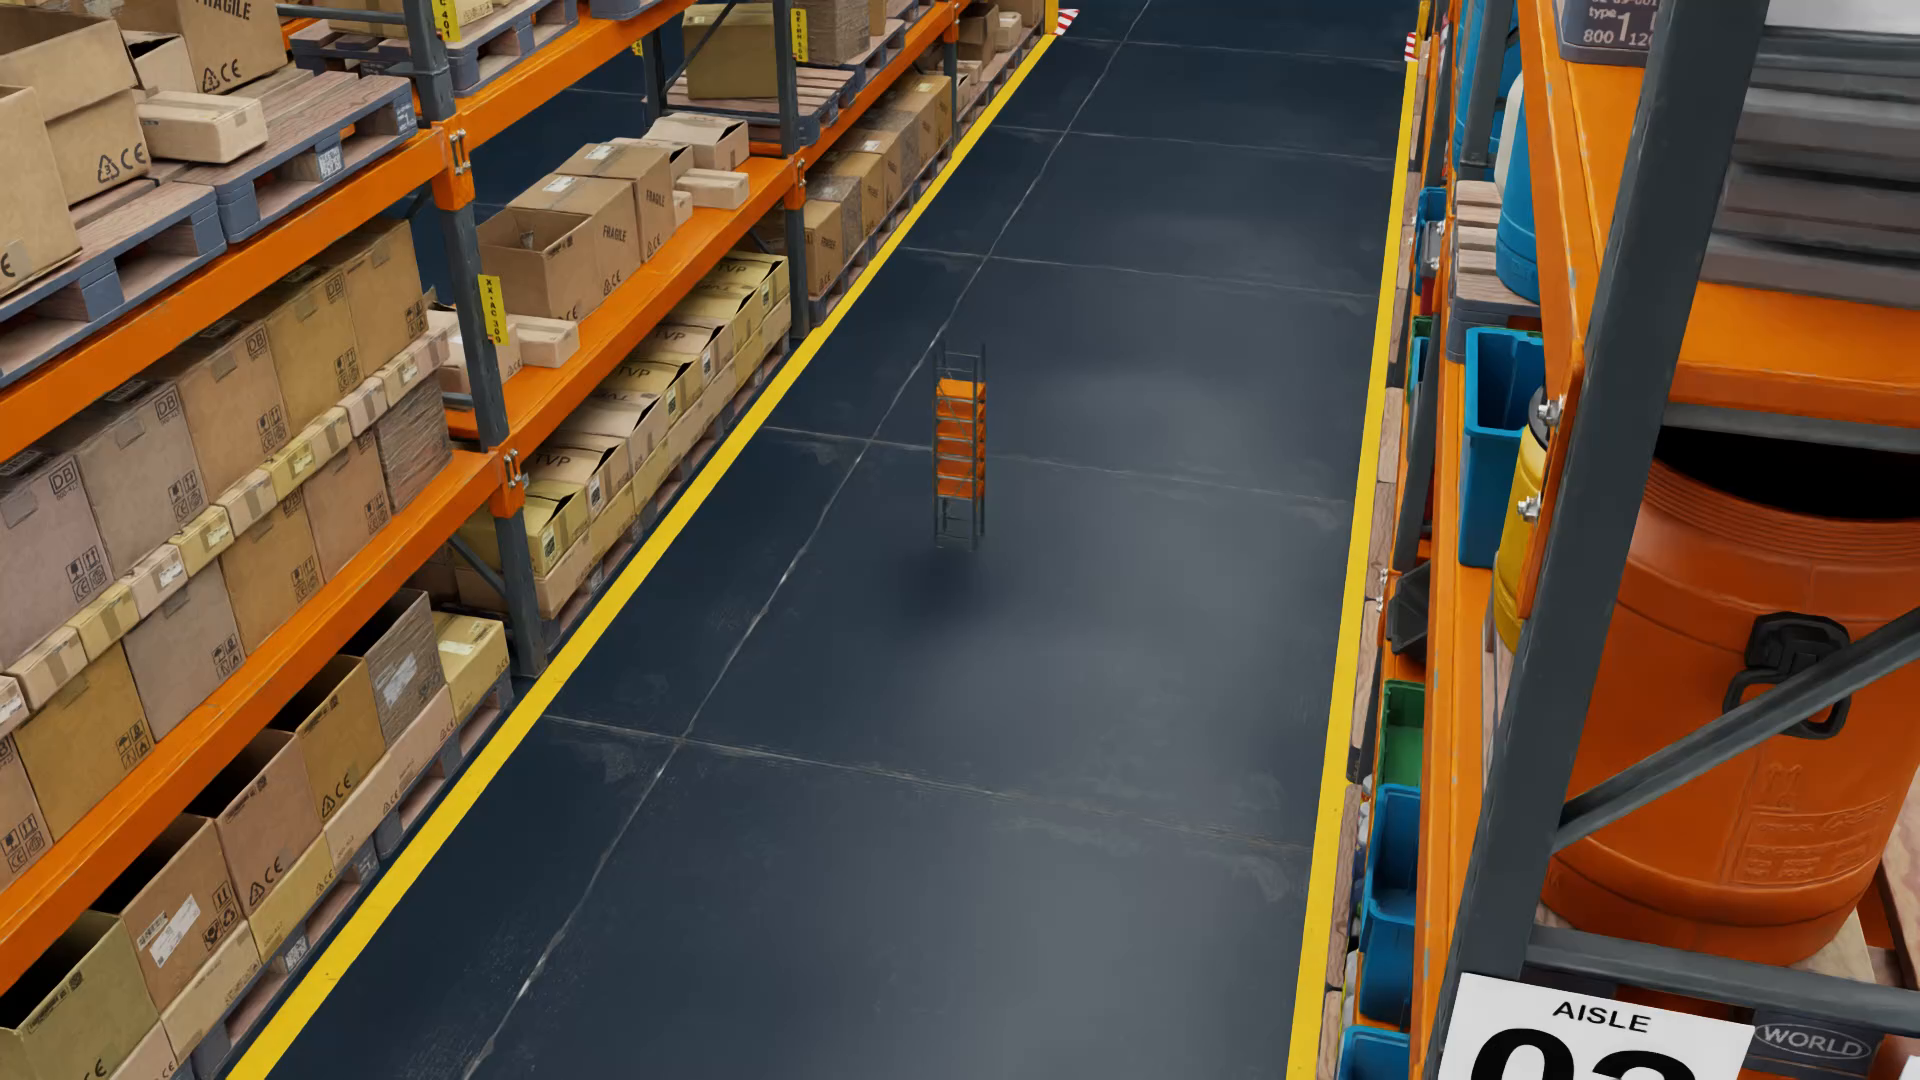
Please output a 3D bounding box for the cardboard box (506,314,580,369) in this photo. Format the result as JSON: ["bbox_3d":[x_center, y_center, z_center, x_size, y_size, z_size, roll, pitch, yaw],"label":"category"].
[{"bbox_3d":[-2.135,-0.997,8.326,0.380,0.149,0.250,8,33,12],"label":"cardboard box"}]

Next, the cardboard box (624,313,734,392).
[{"bbox_3d":[-1.694,-1.163,10.001,0.500,0.311,0.500,8,33,12],"label":"cardboard box"}]

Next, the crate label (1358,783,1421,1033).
[{"bbox_3d":[1.423,1.074,4.801,0.502,0.435,0.616,8,33,12],"label":"crate label"}]

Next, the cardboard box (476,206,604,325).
[{"bbox_3d":[-2.214,-1.383,8.606,0.500,0.500,0.500,10,34,16],"label":"cardboard box"}]

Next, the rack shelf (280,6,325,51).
[{"bbox_3d":[-5.828,-4.153,13.728,1.077,0.370,4.000,8,33,12],"label":"rack shelf"}]

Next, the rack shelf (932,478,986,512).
[{"bbox_3d":[-0.004,-0.259,9.139,0.258,0.103,0.180,8,33,12],"label":"rack shelf"}]

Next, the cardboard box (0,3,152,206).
[{"bbox_3d":[-3.098,-1.379,5.279,0.797,0.503,0.637,12,34,18],"label":"cardboard box"}]

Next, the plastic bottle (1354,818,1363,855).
[{"bbox_3d":[1.676,1.212,6.816,0.097,0.201,0.097,0,32,0],"label":"plastic bottle"}]

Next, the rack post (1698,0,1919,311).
[{"bbox_3d":[1.532,-0.615,2.365,0.937,0.300,0.954,12,34,18],"label":"rack post"}]

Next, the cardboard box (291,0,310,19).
[{"bbox_3d":[-5.576,-4.394,13.651,0.380,0.149,0.250,9,34,14],"label":"cardboard box"}]

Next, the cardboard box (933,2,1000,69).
[{"bbox_3d":[-0.056,-4.930,16.196,0.797,0.503,0.637,8,33,12],"label":"cardboard box"}]

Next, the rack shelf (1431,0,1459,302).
[{"bbox_3d":[2.740,-1.995,7.536,1.077,0.370,4.000,8,33,12],"label":"rack shelf"}]

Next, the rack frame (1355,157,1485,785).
[{"bbox_3d":[2.232,0.005,6.515,1.000,3.000,0.127,8,33,12],"label":"rack frame"}]

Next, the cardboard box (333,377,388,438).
[{"bbox_3d":[-2.549,-0.552,6.695,0.380,0.149,0.250,7,33,11],"label":"cardboard box"}]

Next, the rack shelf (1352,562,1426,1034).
[{"bbox_3d":[1.725,1.347,5.076,1.077,0.370,4.000,8,33,12],"label":"rack shelf"}]

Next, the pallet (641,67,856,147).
[{"bbox_3d":[-1.439,-3.027,11.464,1.213,0.211,1.003,8,33,12],"label":"pallet"}]

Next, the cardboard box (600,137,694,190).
[{"bbox_3d":[-1.957,-2.271,10.180,0.500,0.311,0.500,8,33,12],"label":"cardboard box"}]

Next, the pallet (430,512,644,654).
[{"bbox_3d":[-2.409,0.118,8.937,1.003,0.211,1.213,8,33,12],"label":"pallet"}]

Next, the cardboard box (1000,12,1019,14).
[{"bbox_3d":[0.398,-5.374,17.209,0.380,0.166,0.250,8,33,12],"label":"cardboard box"}]

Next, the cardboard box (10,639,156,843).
[{"bbox_3d":[-3.182,0.592,5.499,0.700,0.500,0.500,8,33,13],"label":"cardboard box"}]

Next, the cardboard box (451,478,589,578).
[{"bbox_3d":[-2.212,-0.105,8.338,0.500,0.311,0.500,8,33,13],"label":"cardboard box"}]

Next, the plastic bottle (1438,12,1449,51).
[{"bbox_3d":[3.723,-3.895,12.760,0.061,0.283,0.133,8,33,12],"label":"plastic bottle"}]

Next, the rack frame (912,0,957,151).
[{"bbox_3d":[-0.528,-4.822,14.109,1.000,3.000,0.127,8,33,12],"label":"rack frame"}]

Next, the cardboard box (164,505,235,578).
[{"bbox_3d":[-2.808,-0.020,5.857,0.380,0.149,0.250,9,34,14],"label":"cardboard box"}]

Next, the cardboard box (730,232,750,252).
[{"bbox_3d":[-1.533,-2.395,12.211,0.500,0.500,0.500,9,34,14],"label":"cardboard box"}]

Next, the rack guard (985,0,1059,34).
[{"bbox_3d":[0.468,-5.804,17.983,1.175,0.500,0.348,8,33,12],"label":"rack guard"}]

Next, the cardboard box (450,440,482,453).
[{"bbox_3d":[-2.607,-0.444,8.872,0.500,0.311,0.500,9,34,14],"label":"cardboard box"}]

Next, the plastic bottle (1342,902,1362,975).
[{"bbox_3d":[1.496,1.506,6.276,0.061,0.283,0.133,9,34,15],"label":"plastic bottle"}]

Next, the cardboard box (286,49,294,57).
[{"bbox_3d":[-5.582,-3.948,14.347,0.750,0.750,0.750,9,34,14],"label":"cardboard box"}]

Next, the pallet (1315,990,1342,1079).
[{"bbox_3d":[1.714,2.160,5.725,1.003,0.211,1.213,8,33,12],"label":"pallet"}]

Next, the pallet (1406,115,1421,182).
[{"bbox_3d":[4.412,-3.356,14.402,1.003,0.211,1.213,8,33,12],"label":"pallet"}]

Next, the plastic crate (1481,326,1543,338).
[{"bbox_3d":[1.568,-0.389,4.538,0.336,0.188,0.450,8,33,12],"label":"plastic crate"}]

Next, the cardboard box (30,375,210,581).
[{"bbox_3d":[-3.047,-0.248,5.612,0.700,0.500,0.500,8,33,12],"label":"cardboard box"}]

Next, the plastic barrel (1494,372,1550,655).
[{"bbox_3d":[1.384,-0.050,3.240,0.600,0.588,0.600,0,32,0],"label":"plastic barrel"}]

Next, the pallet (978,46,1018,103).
[{"bbox_3d":[-0.045,-4.637,16.417,1.003,0.211,1.213,8,33,12],"label":"pallet"}]

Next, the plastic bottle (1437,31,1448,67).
[{"bbox_3d":[3.628,-3.657,12.396,0.097,0.271,0.097,0,32,0],"label":"plastic bottle"}]

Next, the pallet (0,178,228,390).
[{"bbox_3d":[-3.061,-0.822,5.104,1.003,0.211,1.213,8,33,12],"label":"pallet"}]

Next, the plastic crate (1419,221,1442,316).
[{"bbox_3d":[2.541,-1.300,8.510,0.402,0.464,0.583,8,33,12],"label":"plastic crate"}]

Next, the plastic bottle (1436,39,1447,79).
[{"bbox_3d":[3.531,-3.504,12.144,0.061,0.283,0.133,8,33,12],"label":"plastic bottle"}]

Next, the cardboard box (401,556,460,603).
[{"bbox_3d":[-2.733,0.058,8.605,0.500,0.250,0.500,8,33,12],"label":"cardboard box"}]

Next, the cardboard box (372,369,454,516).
[{"bbox_3d":[-2.665,-0.482,7.189,0.700,0.500,0.500,7,33,11],"label":"cardboard box"}]

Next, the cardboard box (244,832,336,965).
[{"bbox_3d":[-2.840,1.362,6.553,0.500,0.250,0.500,8,33,12],"label":"cardboard box"}]

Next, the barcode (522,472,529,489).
[{"bbox_3d":[-2.091,-0.283,7.993,0.001,0.075,0.075,8,33,12],"label":"barcode"}]

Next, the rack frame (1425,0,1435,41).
[{"bbox_3d":[5.278,-6.222,16.311,1.000,3.000,0.127,8,33,12],"label":"rack frame"}]

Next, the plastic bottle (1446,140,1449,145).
[{"bbox_3d":[3.068,-2.482,10.613,0.097,0.201,0.097,0,32,0],"label":"plastic bottle"}]

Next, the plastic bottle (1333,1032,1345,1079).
[{"bbox_3d":[1.385,1.833,5.769,0.152,0.276,0.135,7,33,11],"label":"plastic bottle"}]

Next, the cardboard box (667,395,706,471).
[{"bbox_3d":[-1.826,-0.661,9.736,0.500,0.250,0.500,9,33,13],"label":"cardboard box"}]

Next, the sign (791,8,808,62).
[{"bbox_3d":[-1.005,-3.161,10.417,0.100,0.325,0.005,8,33,12],"label":"sign"}]

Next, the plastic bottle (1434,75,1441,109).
[{"bbox_3d":[3.389,-3.153,11.529,0.144,0.351,0.185,8,33,12],"label":"plastic bottle"}]

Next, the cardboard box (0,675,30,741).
[{"bbox_3d":[-3.070,0.517,5.012,0.380,0.149,0.250,8,33,12],"label":"cardboard box"}]

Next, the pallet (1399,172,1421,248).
[{"bbox_3d":[4.026,-2.574,13.173,1.003,0.211,1.213,8,33,12],"label":"pallet"}]

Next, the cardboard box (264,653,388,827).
[{"bbox_3d":[-2.726,0.784,6.763,0.500,0.500,0.500,8,33,12],"label":"cardboard box"}]

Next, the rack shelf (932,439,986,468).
[{"bbox_3d":[-0.004,-0.461,9.010,0.258,0.103,0.180,8,33,12],"label":"rack shelf"}]

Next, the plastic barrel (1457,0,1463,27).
[{"bbox_3d":[2.663,-2.781,7.703,0.600,0.830,0.708,8,33,12],"label":"plastic barrel"}]

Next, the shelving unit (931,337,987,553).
[{"bbox_3d":[-0.004,-0.499,8.986,0.258,1.200,0.189,8,33,12],"label":"shelving unit"}]

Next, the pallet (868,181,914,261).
[{"bbox_3d":[-1.005,-2.583,13.187,1.003,0.211,1.213,8,33,12],"label":"pallet"}]

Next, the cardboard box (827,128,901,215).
[{"bbox_3d":[-0.764,-2.878,12.971,0.500,0.500,0.500,7,33,11],"label":"cardboard box"}]

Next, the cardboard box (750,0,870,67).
[{"bbox_3d":[-1.075,-3.757,11.949,0.700,0.500,0.500,14,35,21],"label":"cardboard box"}]

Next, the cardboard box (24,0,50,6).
[{"bbox_3d":[-6.394,-3.738,11.295,0.380,0.149,0.250,4,33,6],"label":"cardboard box"}]
